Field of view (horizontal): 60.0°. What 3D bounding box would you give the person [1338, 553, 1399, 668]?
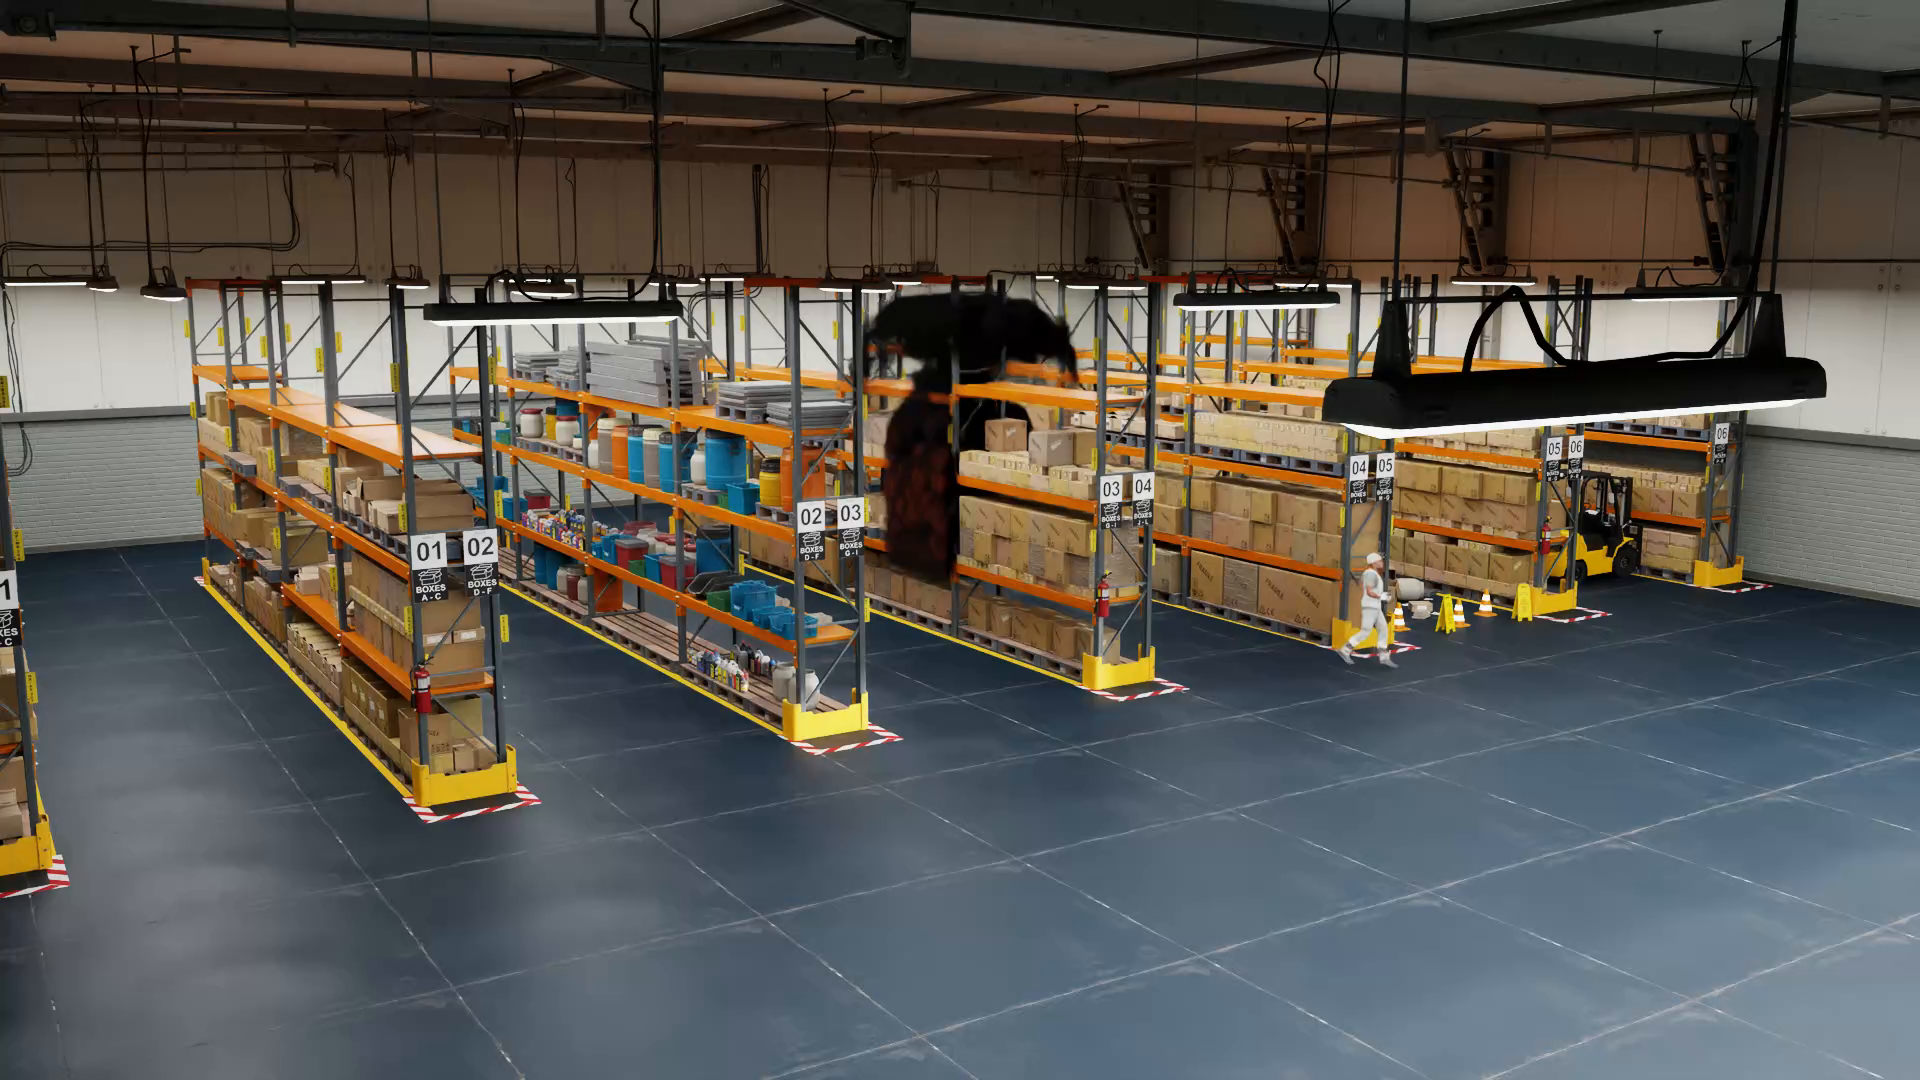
[{"bbox_3d":[6.454,1.089,26.110,0.933,1.786,0.692,3,10,19],"label":"person"}]
